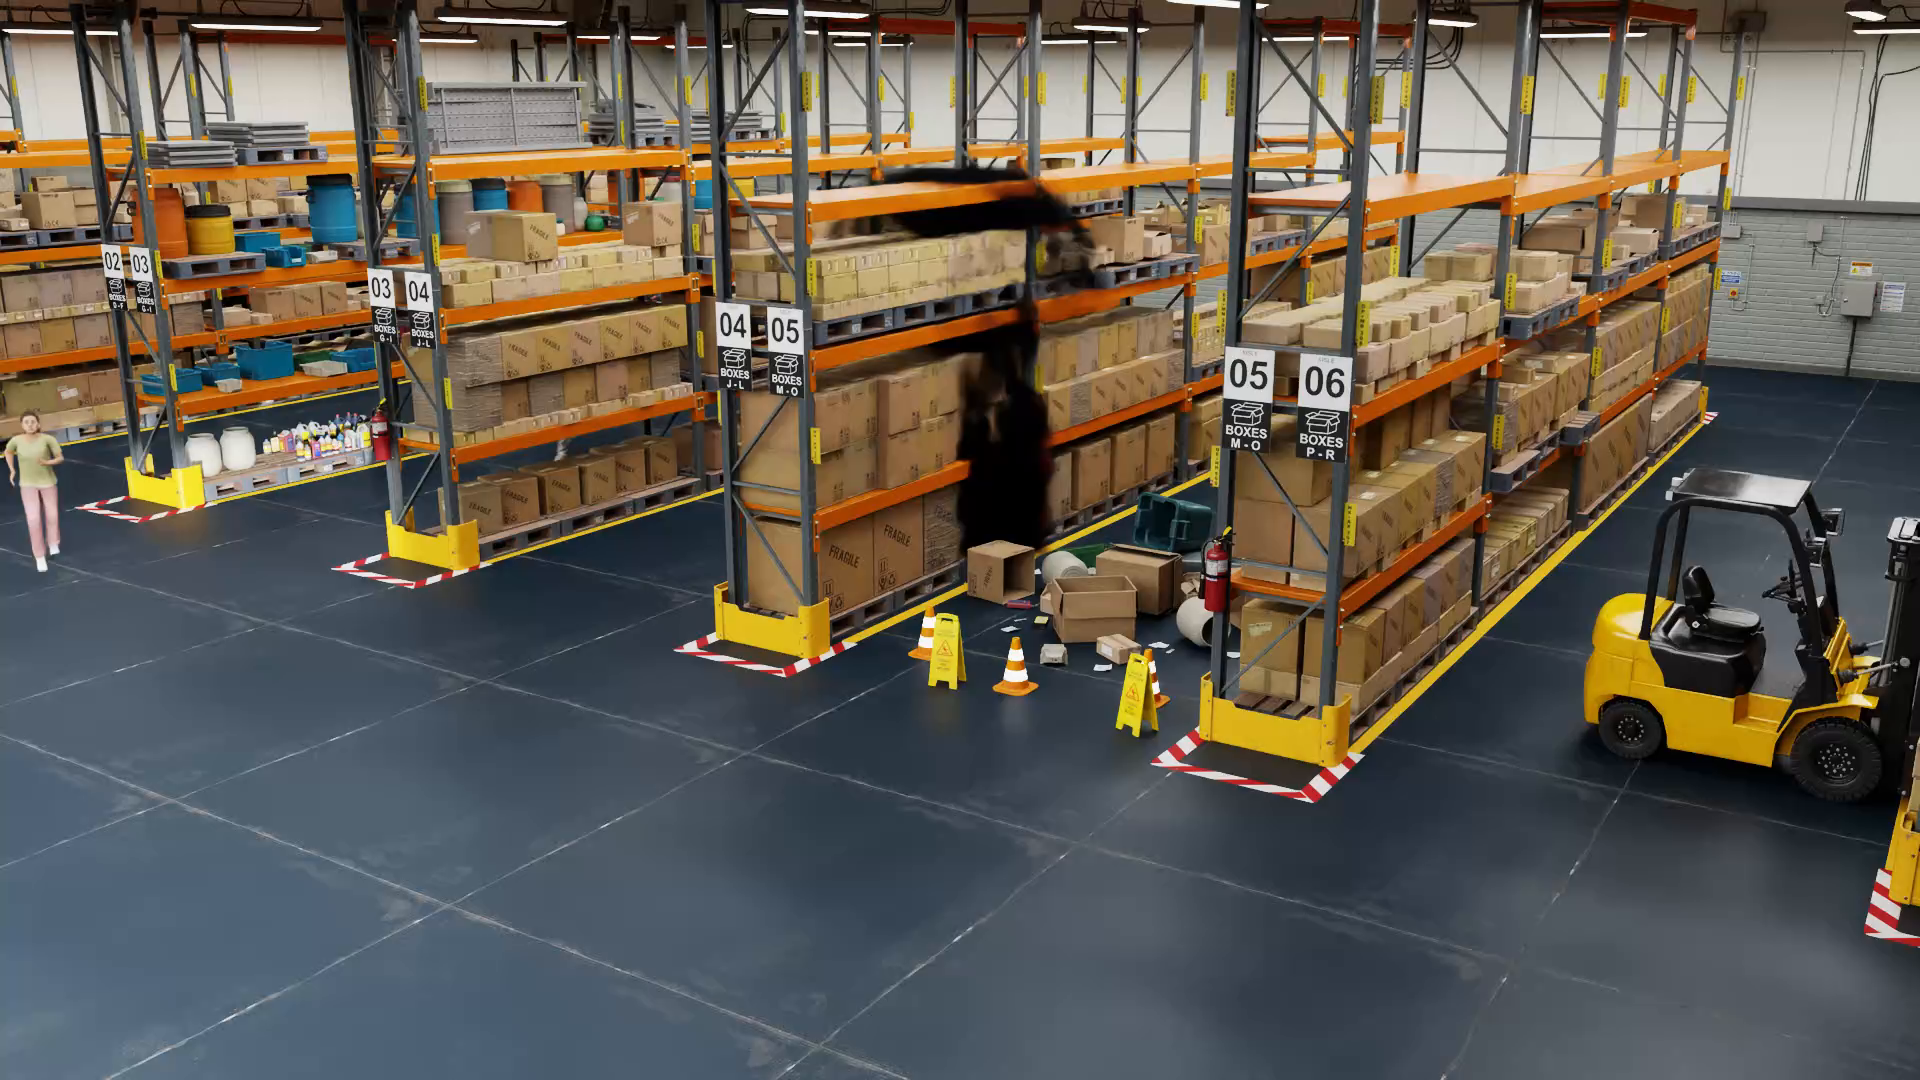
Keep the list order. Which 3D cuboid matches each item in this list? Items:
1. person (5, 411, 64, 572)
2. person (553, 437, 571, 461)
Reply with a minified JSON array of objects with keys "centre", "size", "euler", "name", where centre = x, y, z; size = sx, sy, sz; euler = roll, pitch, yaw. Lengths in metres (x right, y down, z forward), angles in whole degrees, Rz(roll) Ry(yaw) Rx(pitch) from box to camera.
[{"centre":[-10.022,-0.559,18.107],"size":[0.549,1.728,0.750],"euler":[-9,18,-29],"name":"person"},{"centre":[-5.542,-1.990,23.153],"size":[0.687,1.743,0.683],"euler":[3,16,11],"name":"person"}]
